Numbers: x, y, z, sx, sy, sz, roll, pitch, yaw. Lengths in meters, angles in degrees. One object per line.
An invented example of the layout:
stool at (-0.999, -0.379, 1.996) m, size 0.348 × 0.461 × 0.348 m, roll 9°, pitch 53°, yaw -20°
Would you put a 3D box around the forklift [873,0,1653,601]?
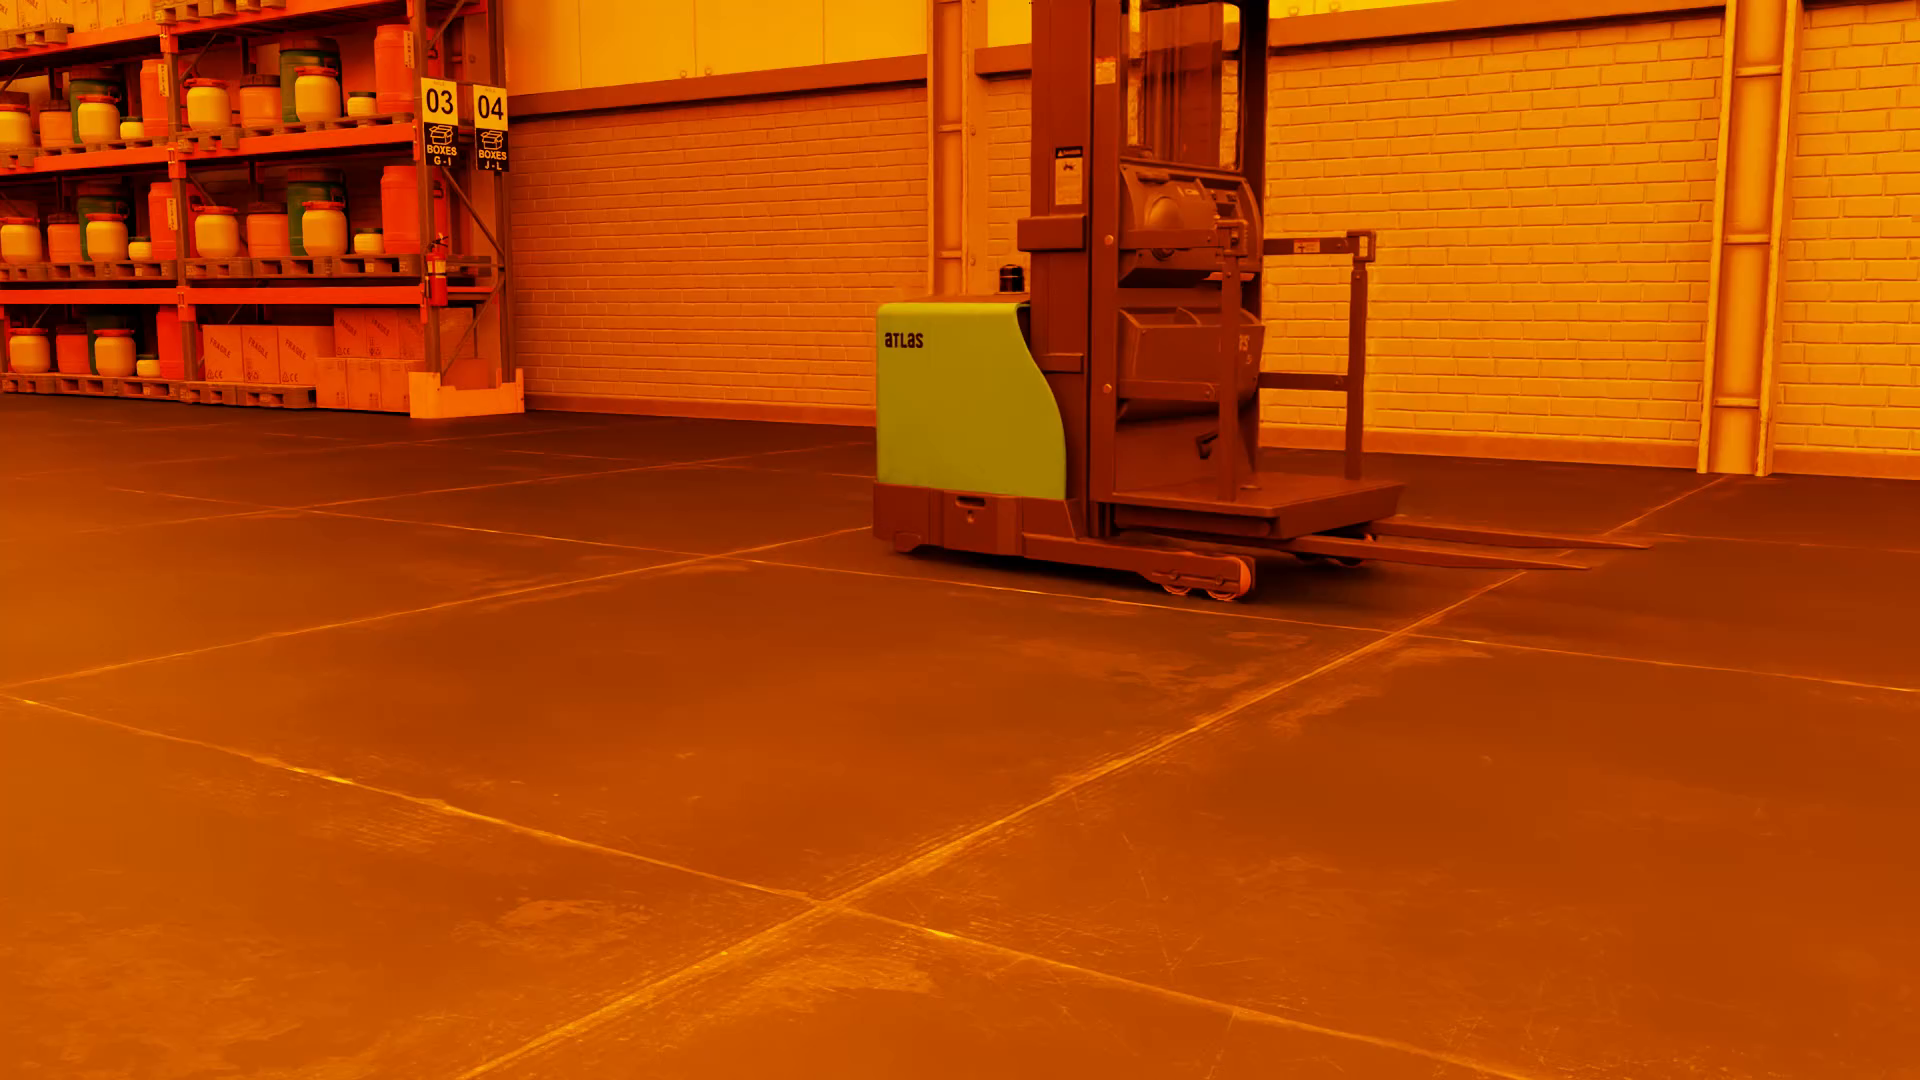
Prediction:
forklift at (1.079, -1.311, 6.414) m, size 3.031 × 2.935 × 1.130 m, roll 7°, pitch 11°, yaw 40°
